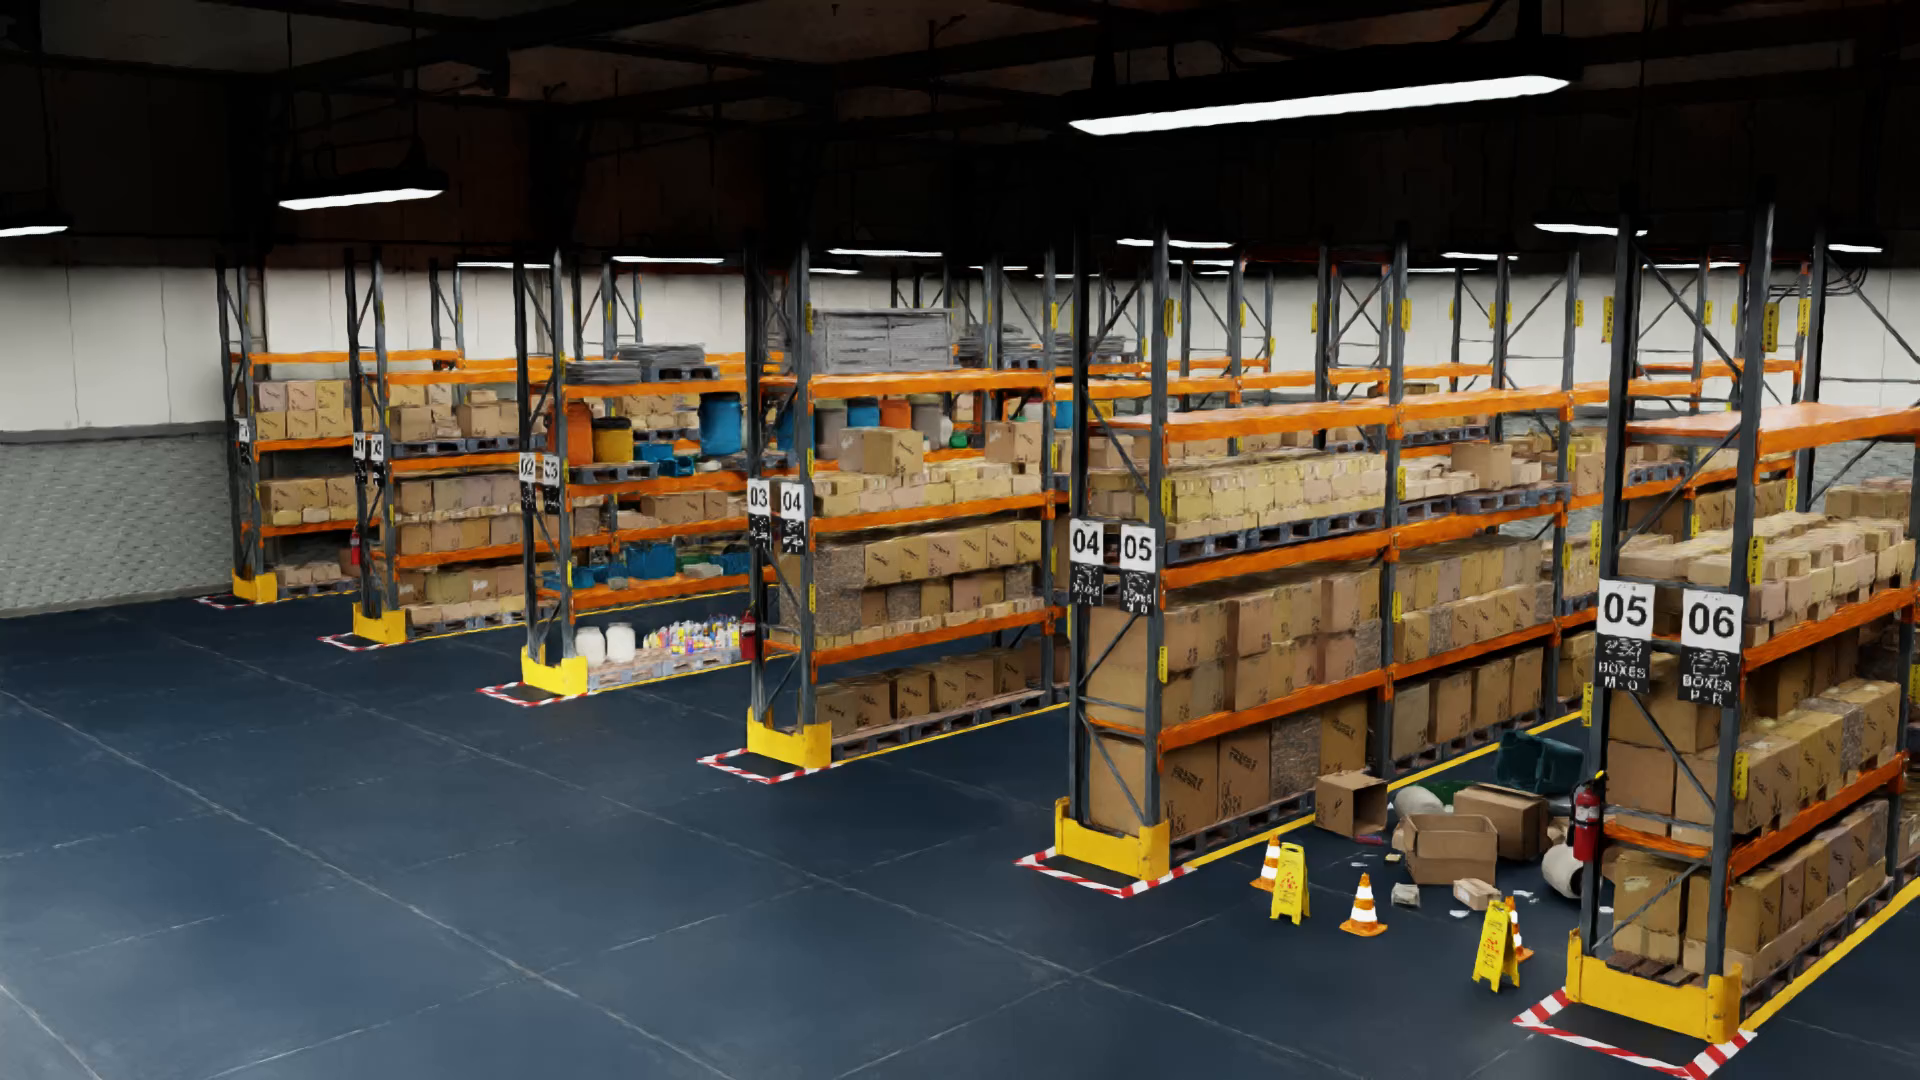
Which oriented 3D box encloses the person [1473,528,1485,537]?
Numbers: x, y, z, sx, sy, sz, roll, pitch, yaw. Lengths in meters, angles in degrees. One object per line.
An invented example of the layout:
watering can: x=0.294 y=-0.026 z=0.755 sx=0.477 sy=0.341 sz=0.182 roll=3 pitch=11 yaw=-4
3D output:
person: x=8.534 y=0.535 z=27.341 sx=1.032 sy=1.517 sz=0.417 roll=-7 pitch=11 yaw=-42

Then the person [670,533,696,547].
person: x=-5.312 y=-0.150 z=31.715 sx=0.444 sy=1.550 sz=1.086 roll=8 pitch=11 yaw=43
